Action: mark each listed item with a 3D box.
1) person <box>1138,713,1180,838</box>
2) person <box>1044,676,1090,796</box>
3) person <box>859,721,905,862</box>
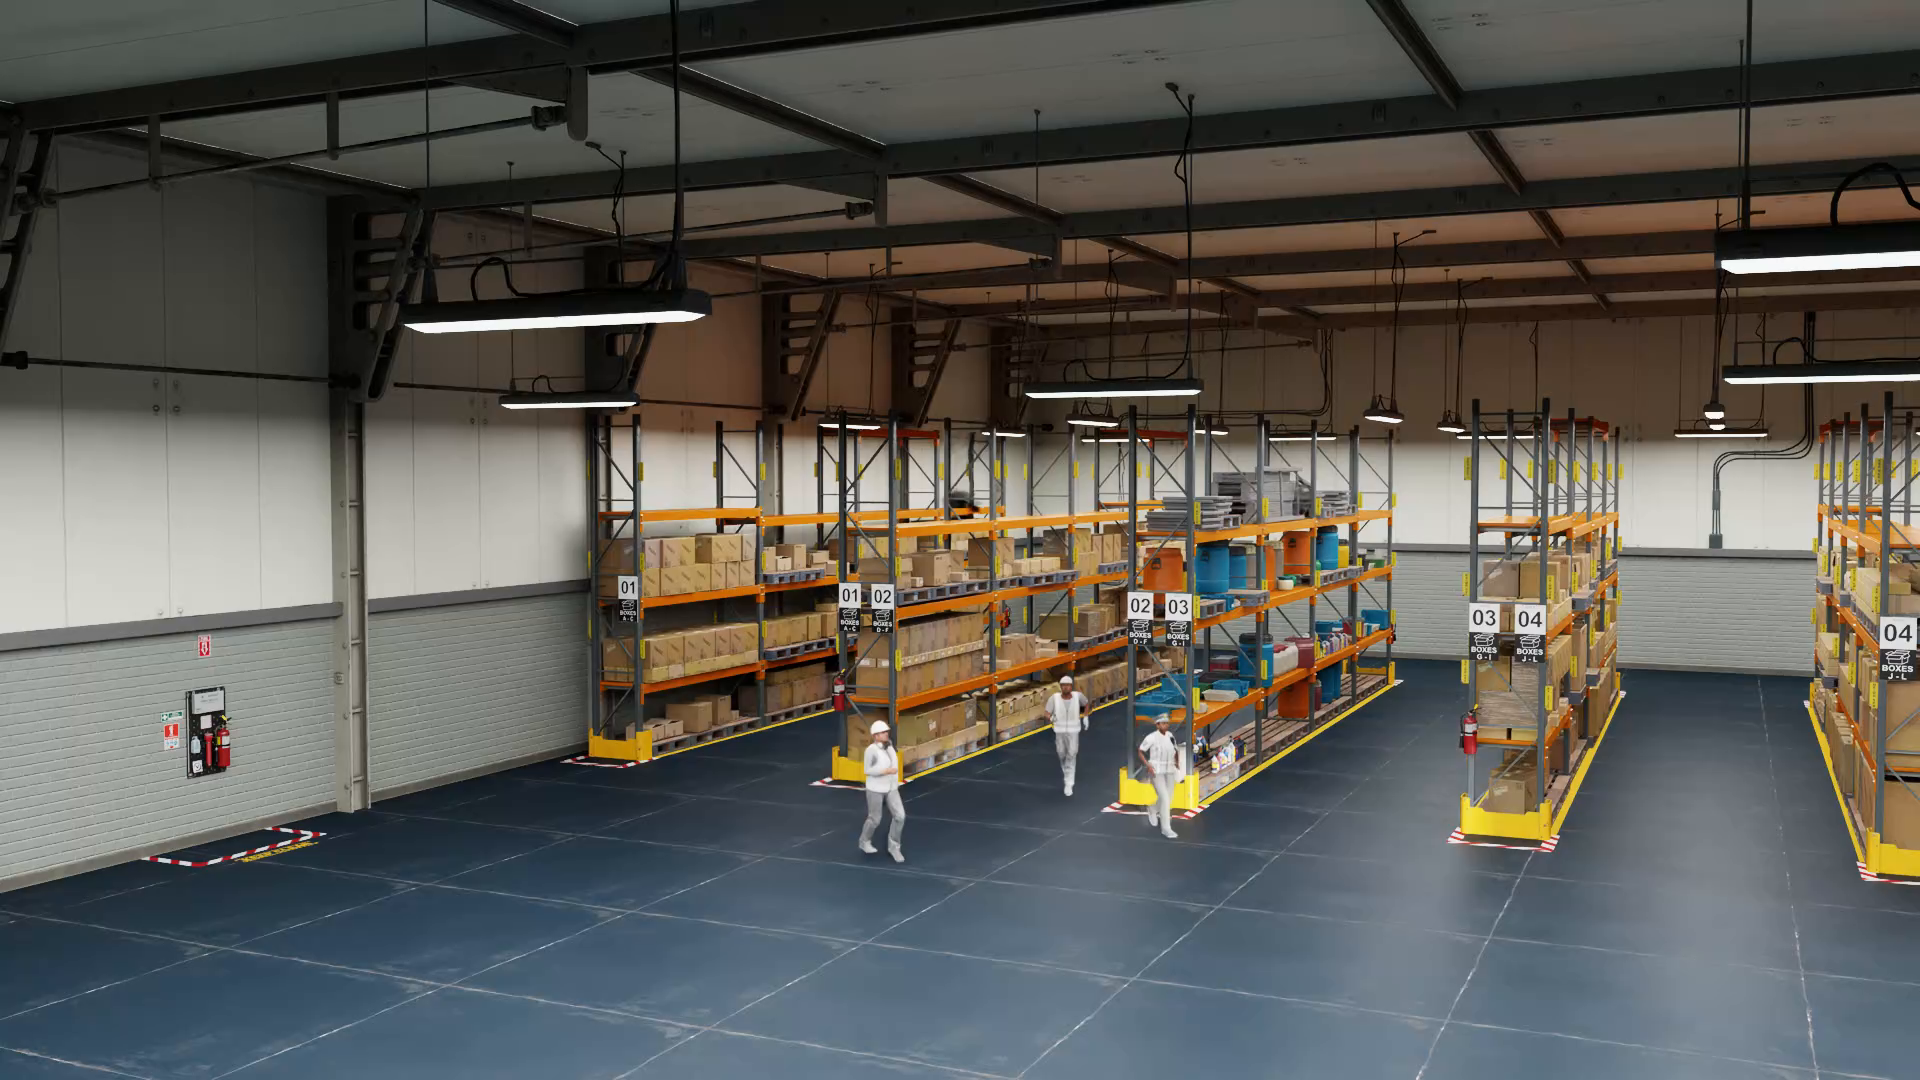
[{"bbox_3d":[2.759,3.214,22.951,0.596,1.688,0.745,-1,3,-30],"label":"person"},{"bbox_3d":[1.678,3.033,26.138,0.713,1.805,1.006,0,2,5],"label":"person"},{"bbox_3d":[-1.010,3.242,21.425,0.638,1.835,0.777,-2,3,-44],"label":"person"}]
